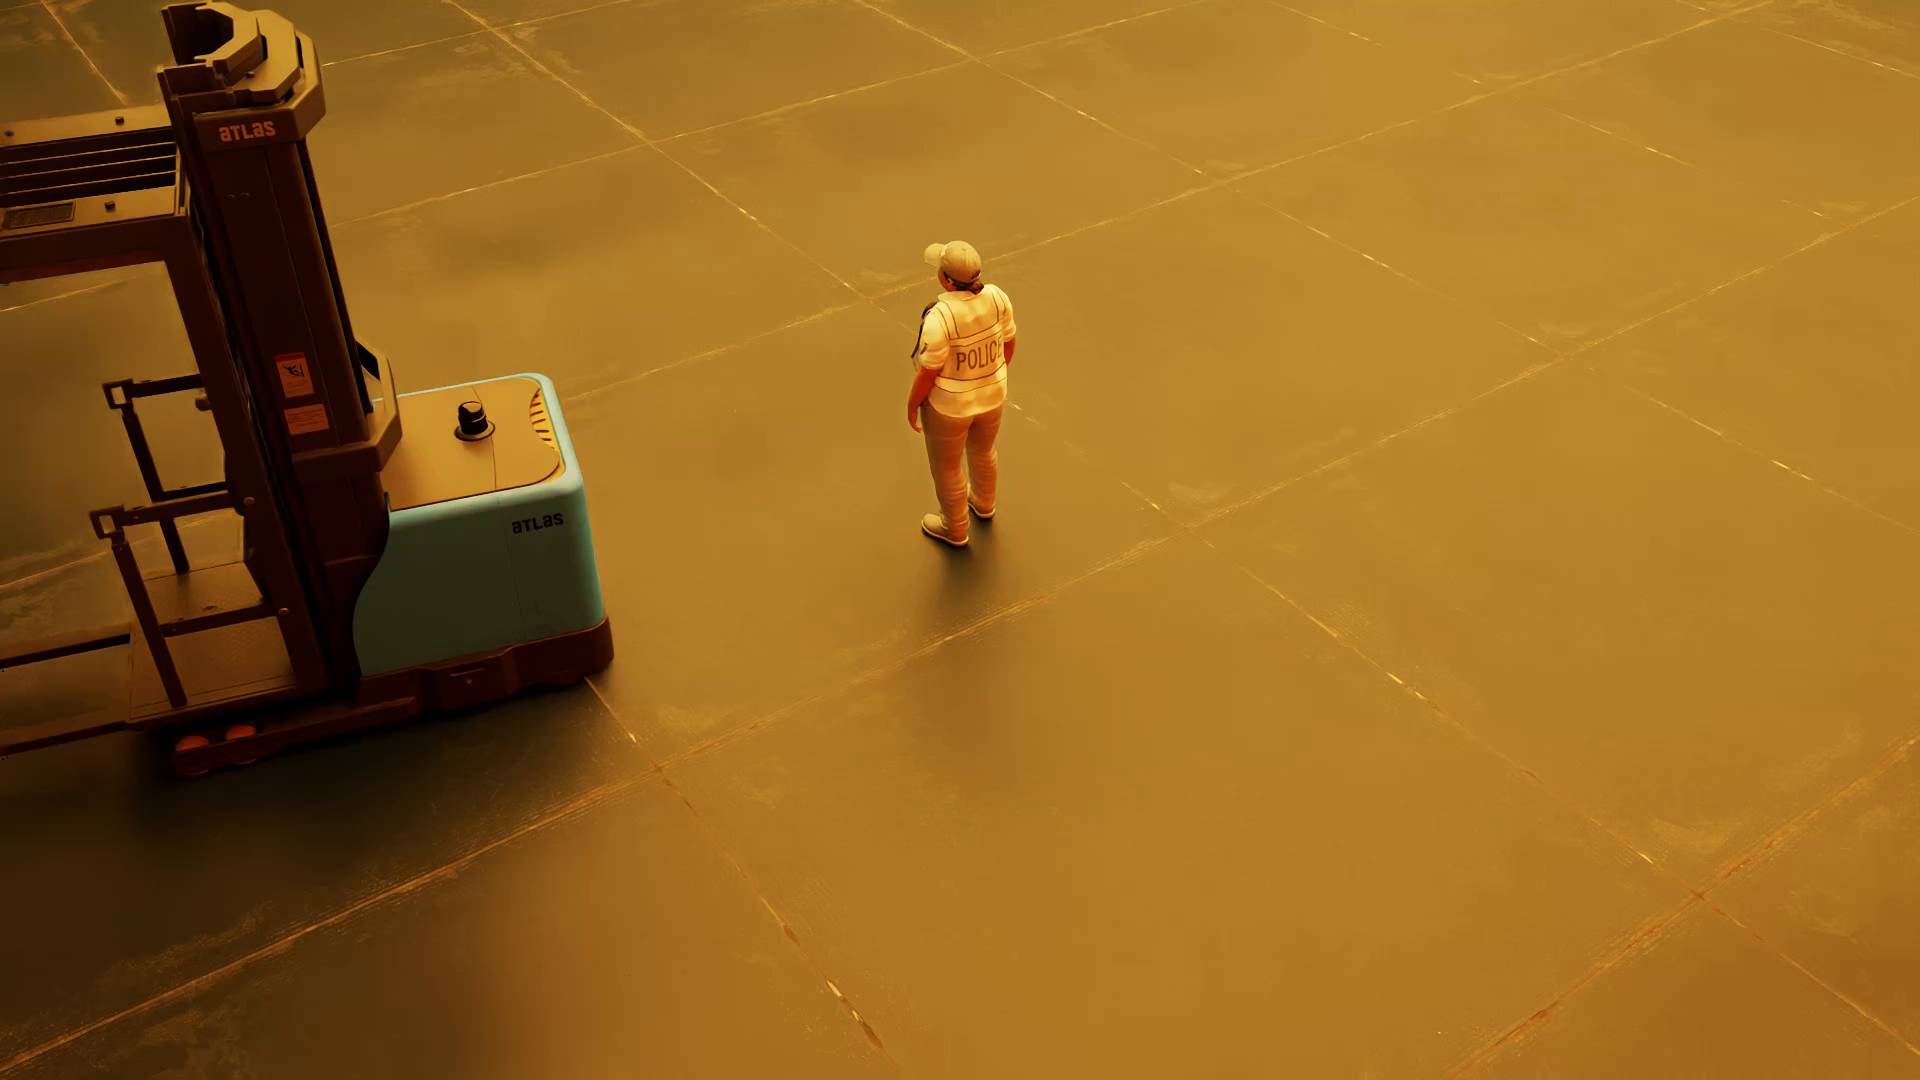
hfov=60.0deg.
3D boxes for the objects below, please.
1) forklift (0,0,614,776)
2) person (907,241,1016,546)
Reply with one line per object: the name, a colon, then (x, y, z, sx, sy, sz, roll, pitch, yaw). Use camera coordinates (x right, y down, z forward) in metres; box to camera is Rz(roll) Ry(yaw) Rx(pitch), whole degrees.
forklift: (-3.148, -0.537, 6.671, 3.031, 2.935, 1.130, -12, 38, -16)
person: (-0.026, -0.721, 7.971, 0.599, 1.670, 0.529, -23, 42, -28)
